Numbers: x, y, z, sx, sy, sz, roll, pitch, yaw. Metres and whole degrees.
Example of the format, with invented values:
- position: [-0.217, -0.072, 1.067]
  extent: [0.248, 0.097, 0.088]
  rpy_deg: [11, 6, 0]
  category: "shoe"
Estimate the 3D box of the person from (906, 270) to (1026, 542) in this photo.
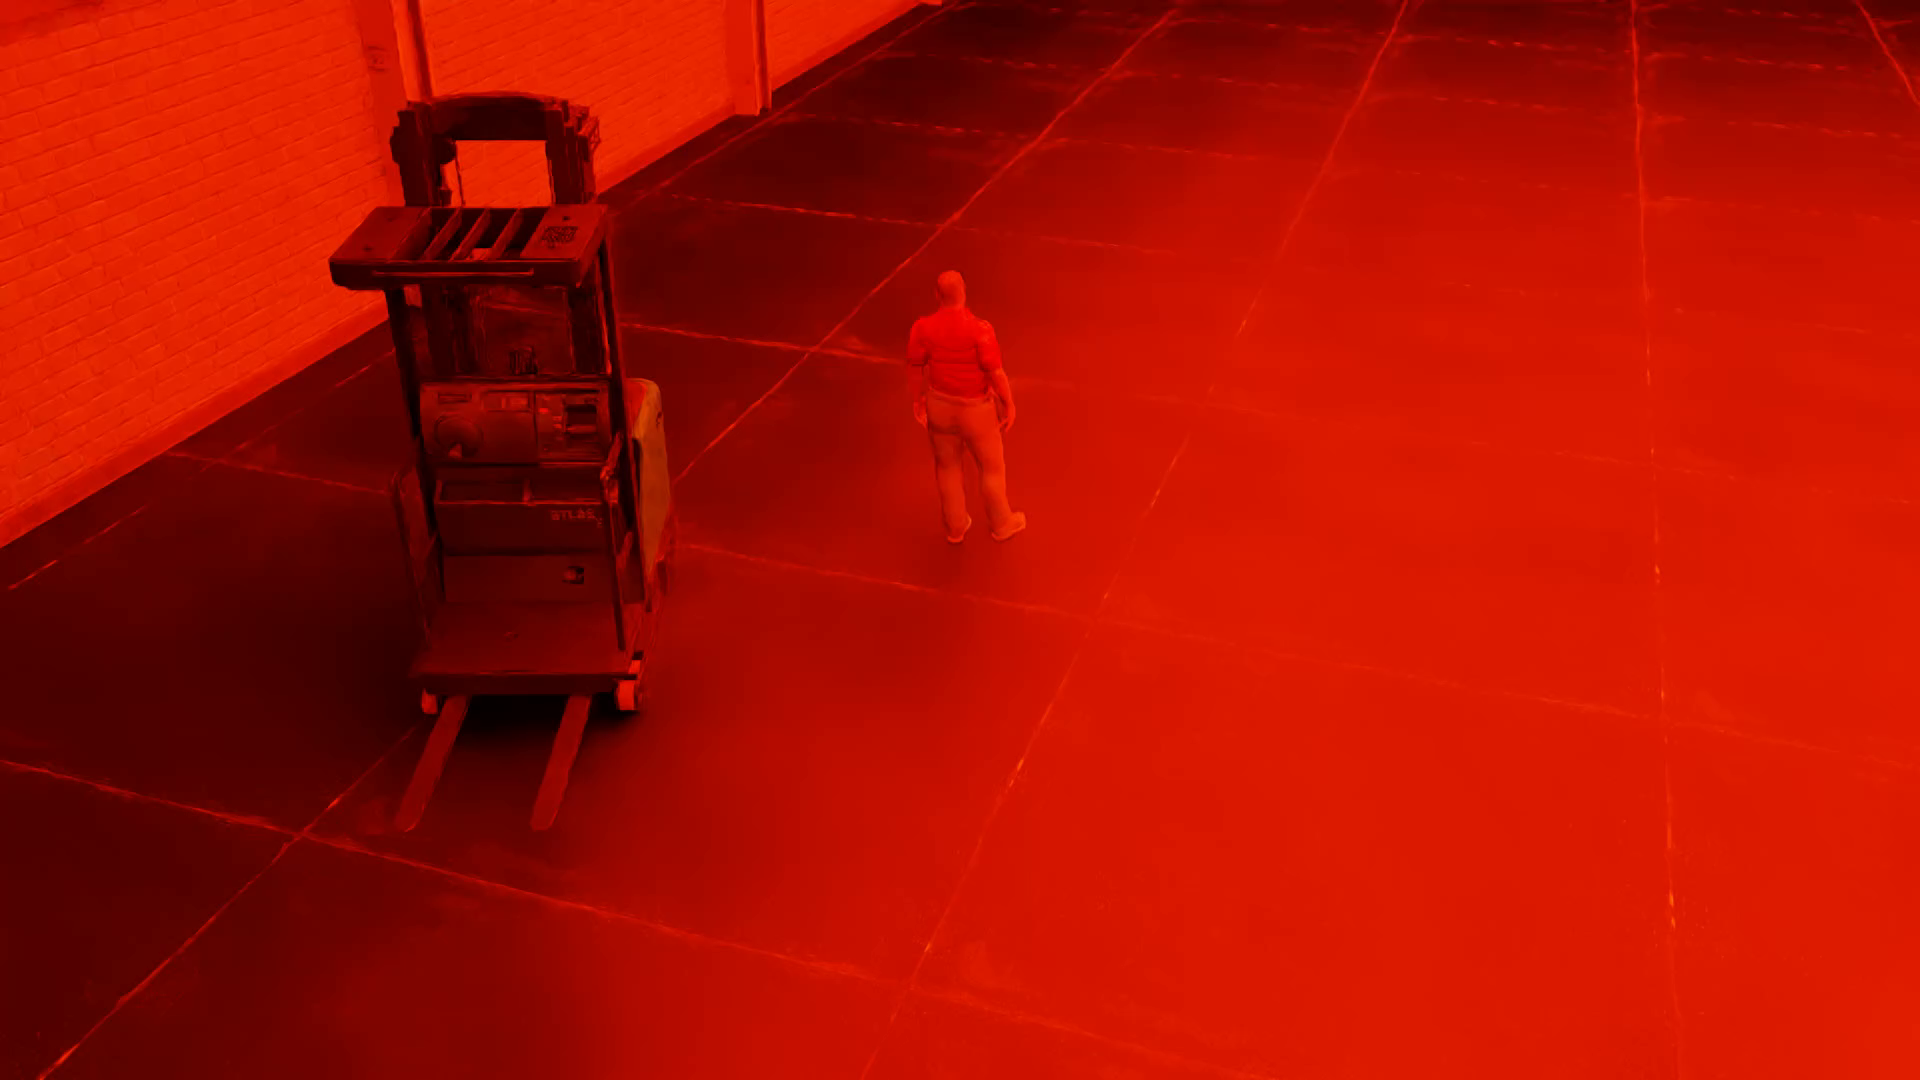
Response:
- position: [0.040, -0.797, 9.735]
  extent: [0.640, 1.727, 0.550]
  rpy_deg: [10, 31, 16]
  category: "person"

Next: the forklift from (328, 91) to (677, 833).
- position: [-2.202, -0.539, 8.081]
  extent: [1.130, 2.935, 3.031]
  rpy_deg: [-1, 30, -1]
  category: "forklift"
